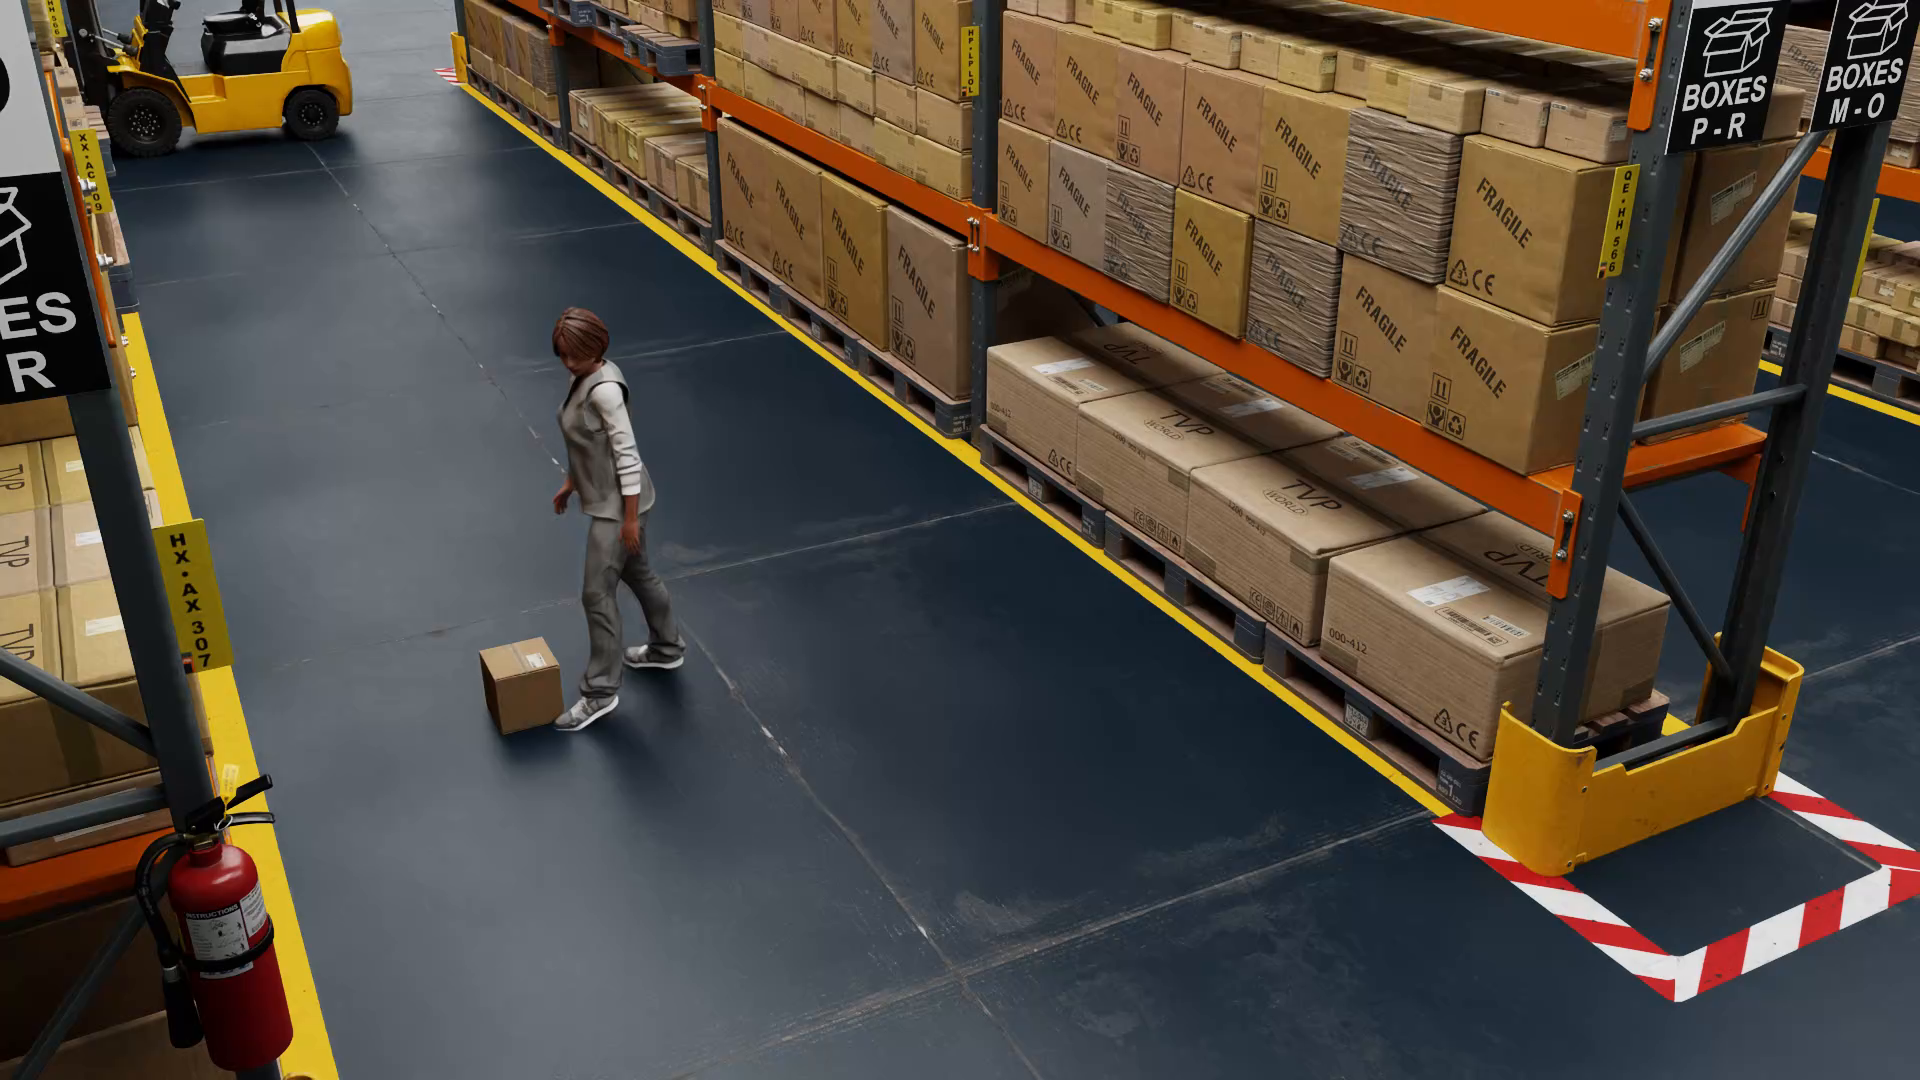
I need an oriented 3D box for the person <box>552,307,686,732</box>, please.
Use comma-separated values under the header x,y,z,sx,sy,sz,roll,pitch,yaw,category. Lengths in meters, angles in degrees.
x,y,z,sx,sy,sz,roll,pitch,yaw,category
-1.359,-0.102,6.343,0.538,1.606,0.518,-6,26,-11,person
